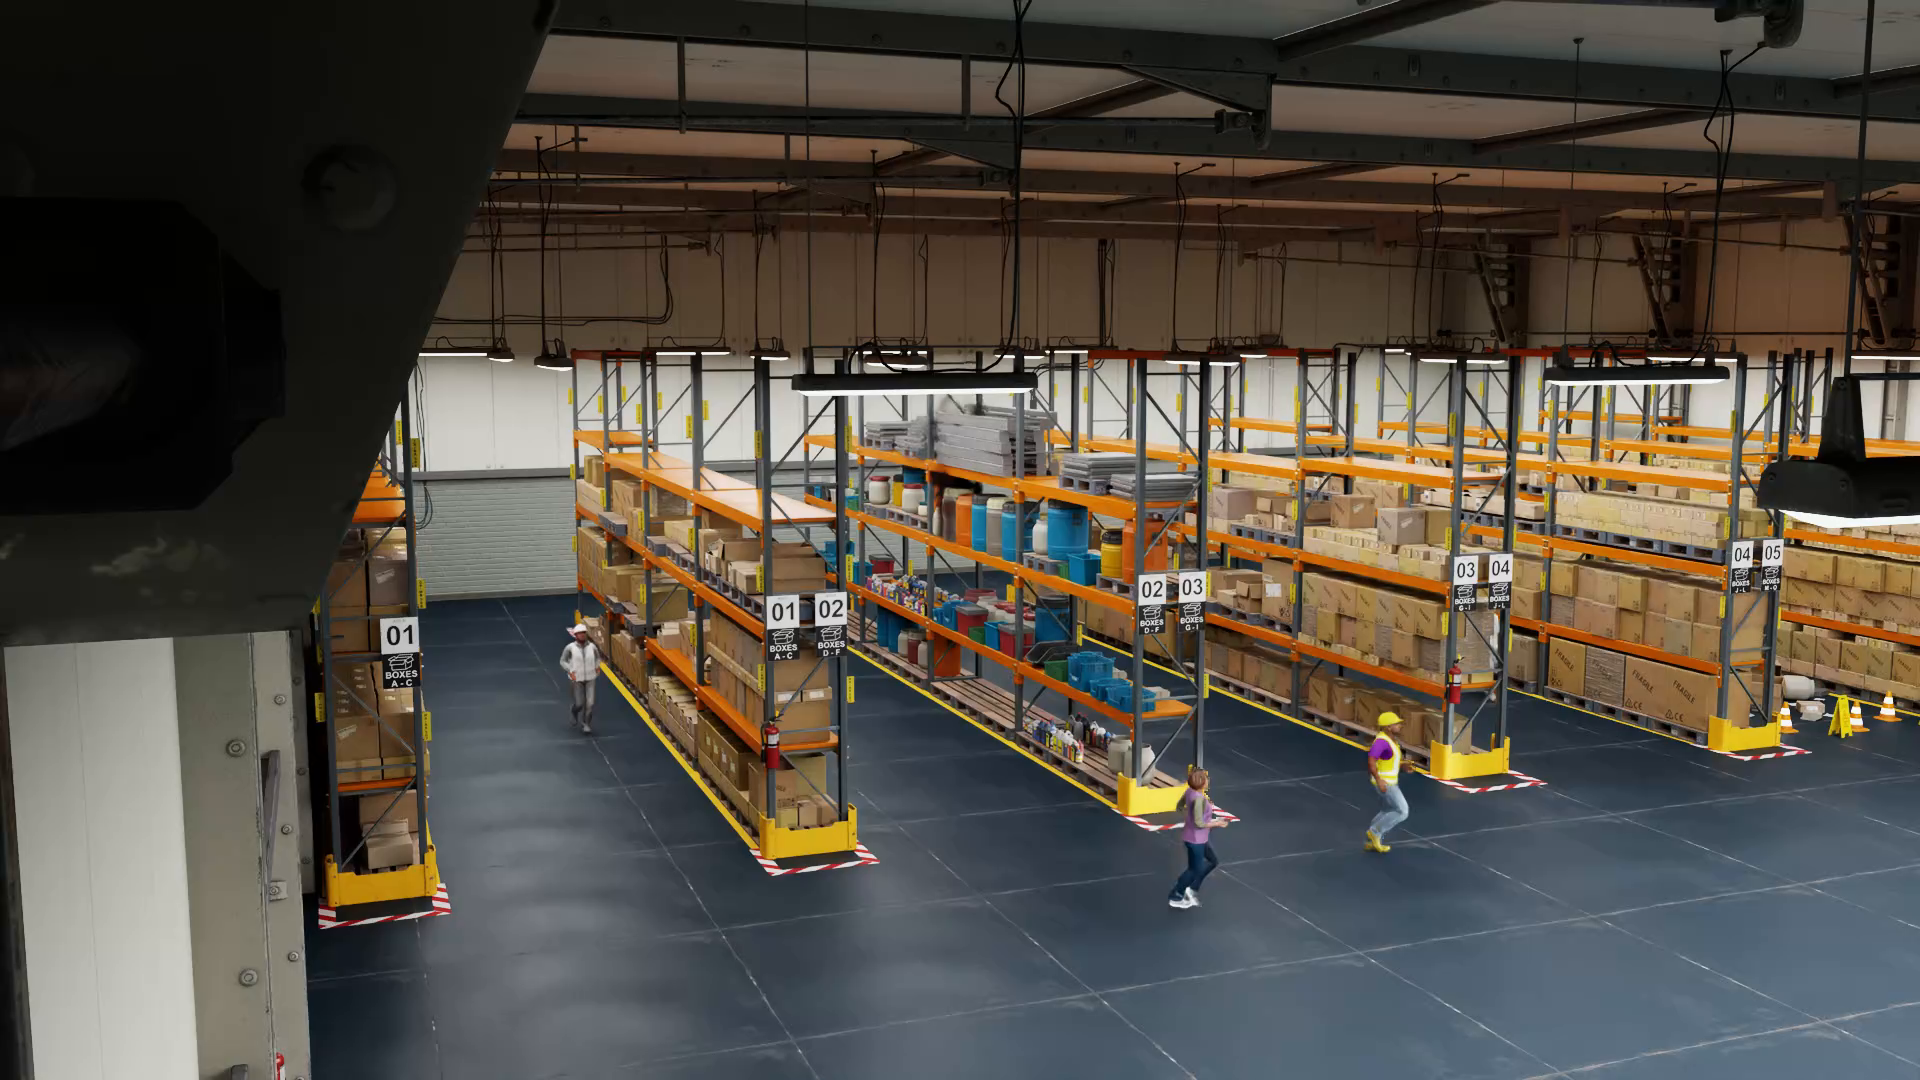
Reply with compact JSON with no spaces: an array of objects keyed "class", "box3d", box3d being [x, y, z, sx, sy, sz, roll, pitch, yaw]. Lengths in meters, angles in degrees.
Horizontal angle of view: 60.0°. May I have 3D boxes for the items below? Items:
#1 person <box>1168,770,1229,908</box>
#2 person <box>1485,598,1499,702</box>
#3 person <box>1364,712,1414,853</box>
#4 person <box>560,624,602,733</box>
[{"class":"person","box3d":[2.612,3.284,18.230,0.639,1.578,0.509,0,7,2]},{"class":"person","box3d":[9.124,1.879,28.851,0.698,1.756,0.886,-3,8,-23]},{"class":"person","box3d":[5.249,2.951,20.291,0.582,1.729,0.705,2,7,12]},{"class":"person","box3d":[-5.995,2.196,26.429,0.657,1.722,0.607,-4,8,-27]}]
